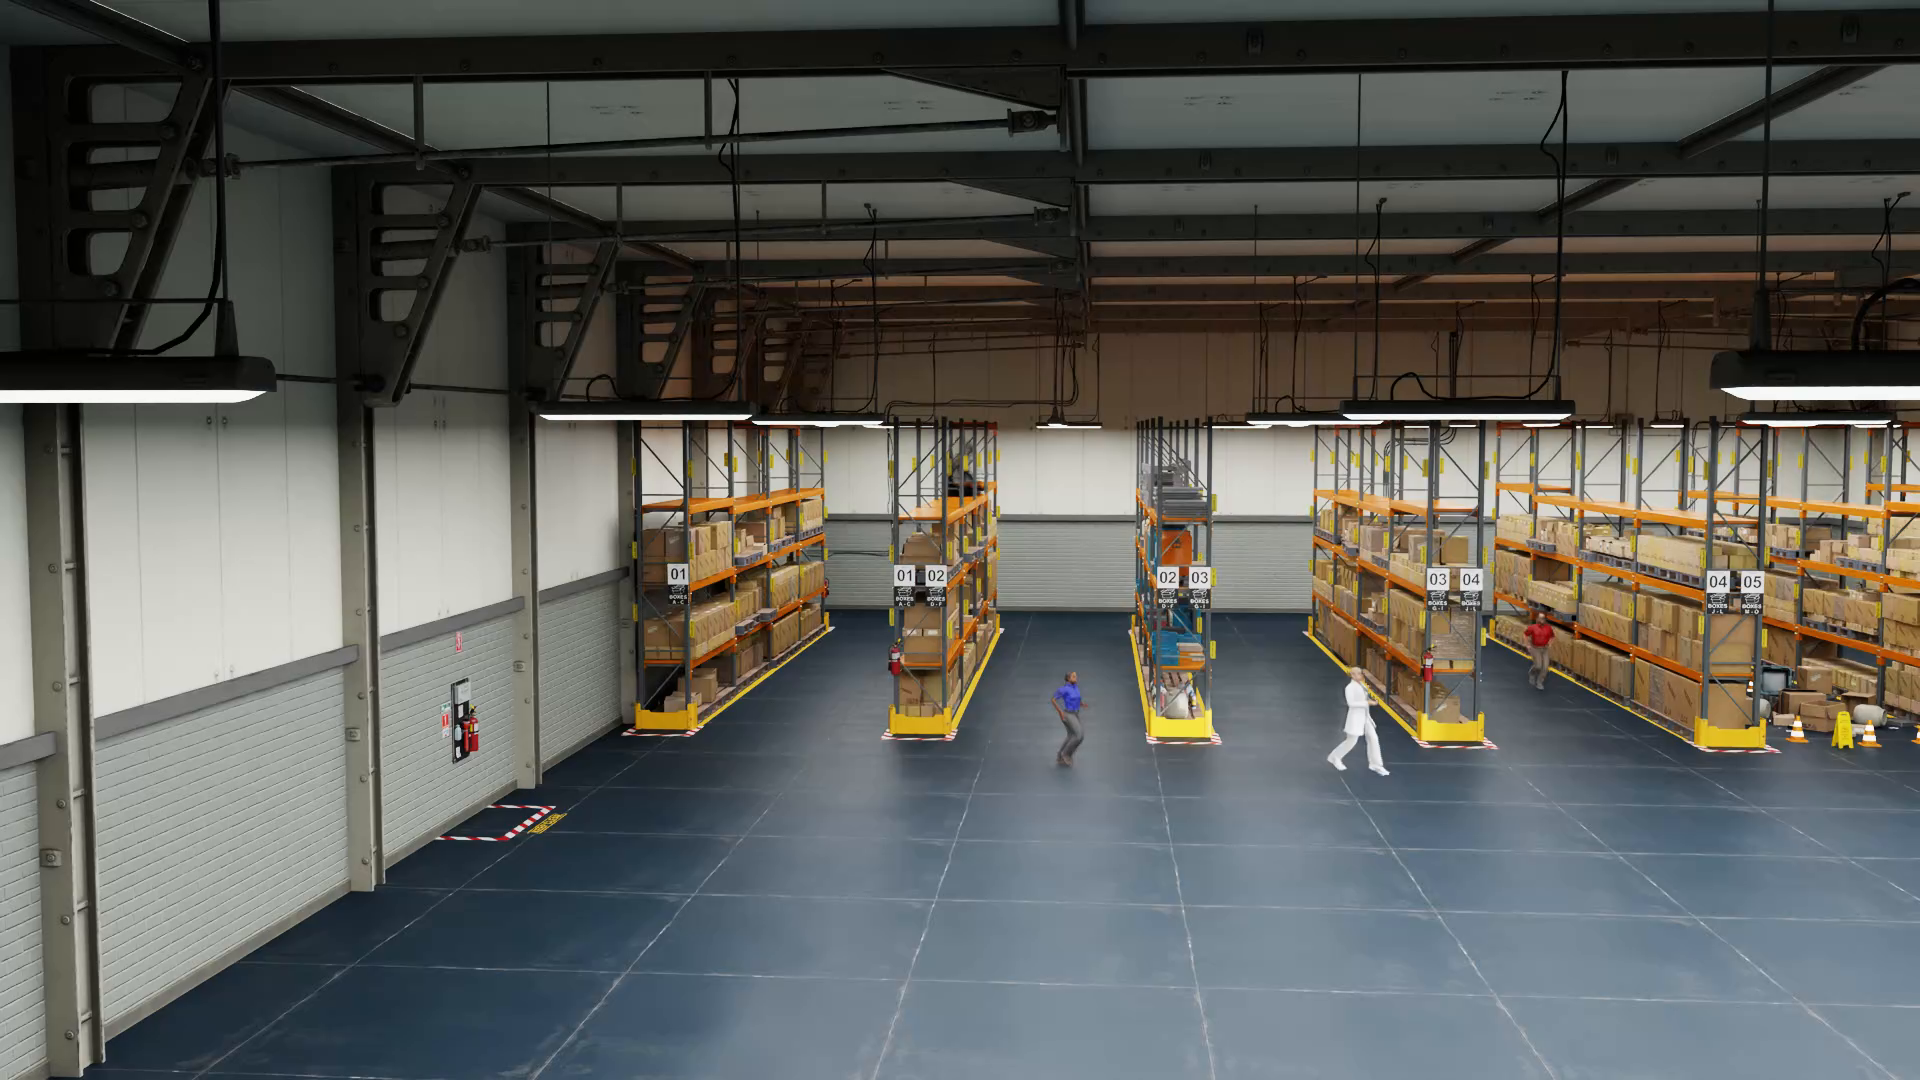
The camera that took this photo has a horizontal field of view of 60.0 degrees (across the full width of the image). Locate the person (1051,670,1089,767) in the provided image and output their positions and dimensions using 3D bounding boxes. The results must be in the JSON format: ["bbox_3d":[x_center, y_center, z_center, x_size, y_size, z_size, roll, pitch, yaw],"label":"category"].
[{"bbox_3d":[1.921,3.044,28.400,0.644,1.636,0.552,2,4,32],"label":"person"}]

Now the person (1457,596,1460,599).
[{"bbox_3d":[14.421,1.793,47.303,0.820,1.694,0.714,-2,4,-26],"label":"person"}]

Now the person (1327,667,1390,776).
[{"bbox_3d":[6.680,3.021,27.822,1.049,1.774,0.729,3,5,40],"label":"person"}]

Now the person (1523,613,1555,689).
[{"bbox_3d":[12.895,2.474,36.913,0.658,1.680,0.591,0,4,0],"label":"person"}]
